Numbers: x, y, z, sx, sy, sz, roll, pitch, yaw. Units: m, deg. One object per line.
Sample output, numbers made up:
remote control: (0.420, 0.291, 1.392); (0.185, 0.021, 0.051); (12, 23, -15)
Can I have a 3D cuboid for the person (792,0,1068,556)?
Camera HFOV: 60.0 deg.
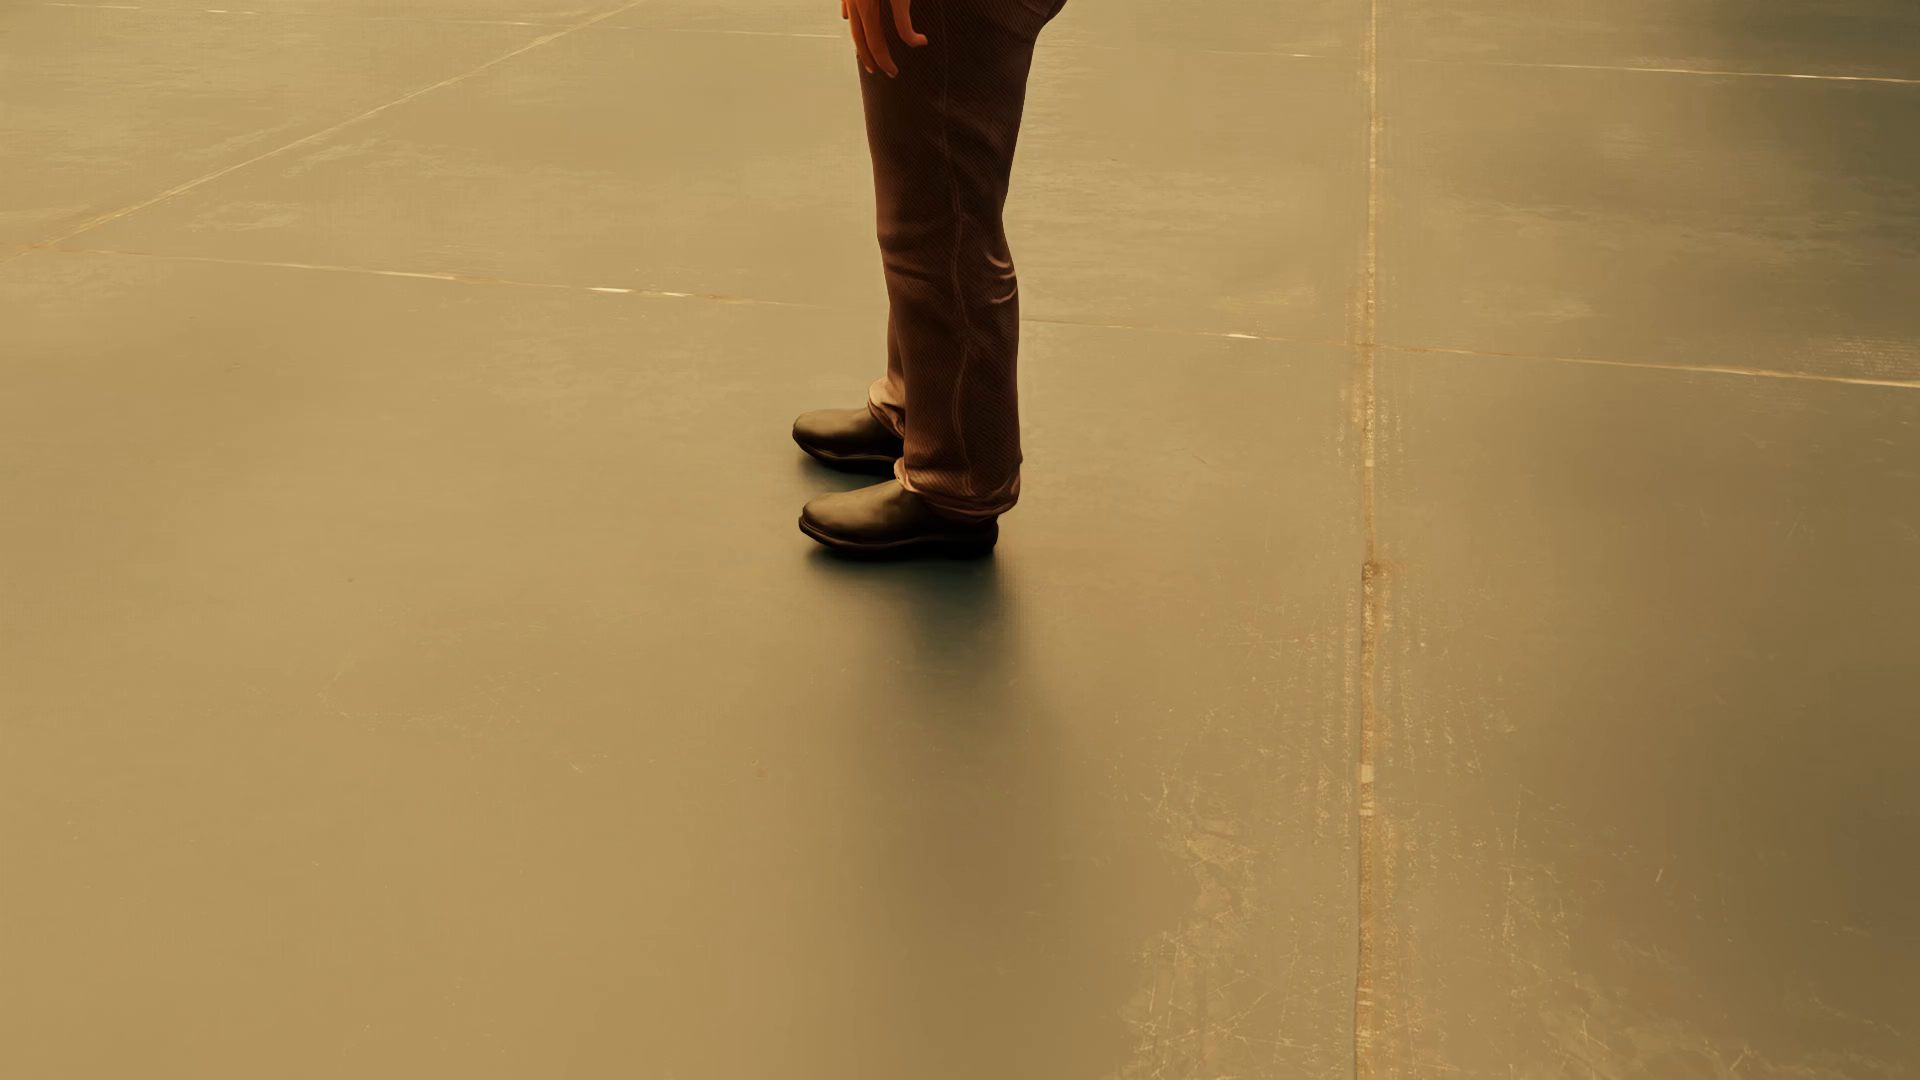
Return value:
person: (-0.060, -0.784, 2.127); (0.566, 1.722, 0.633); (6, 27, 11)
